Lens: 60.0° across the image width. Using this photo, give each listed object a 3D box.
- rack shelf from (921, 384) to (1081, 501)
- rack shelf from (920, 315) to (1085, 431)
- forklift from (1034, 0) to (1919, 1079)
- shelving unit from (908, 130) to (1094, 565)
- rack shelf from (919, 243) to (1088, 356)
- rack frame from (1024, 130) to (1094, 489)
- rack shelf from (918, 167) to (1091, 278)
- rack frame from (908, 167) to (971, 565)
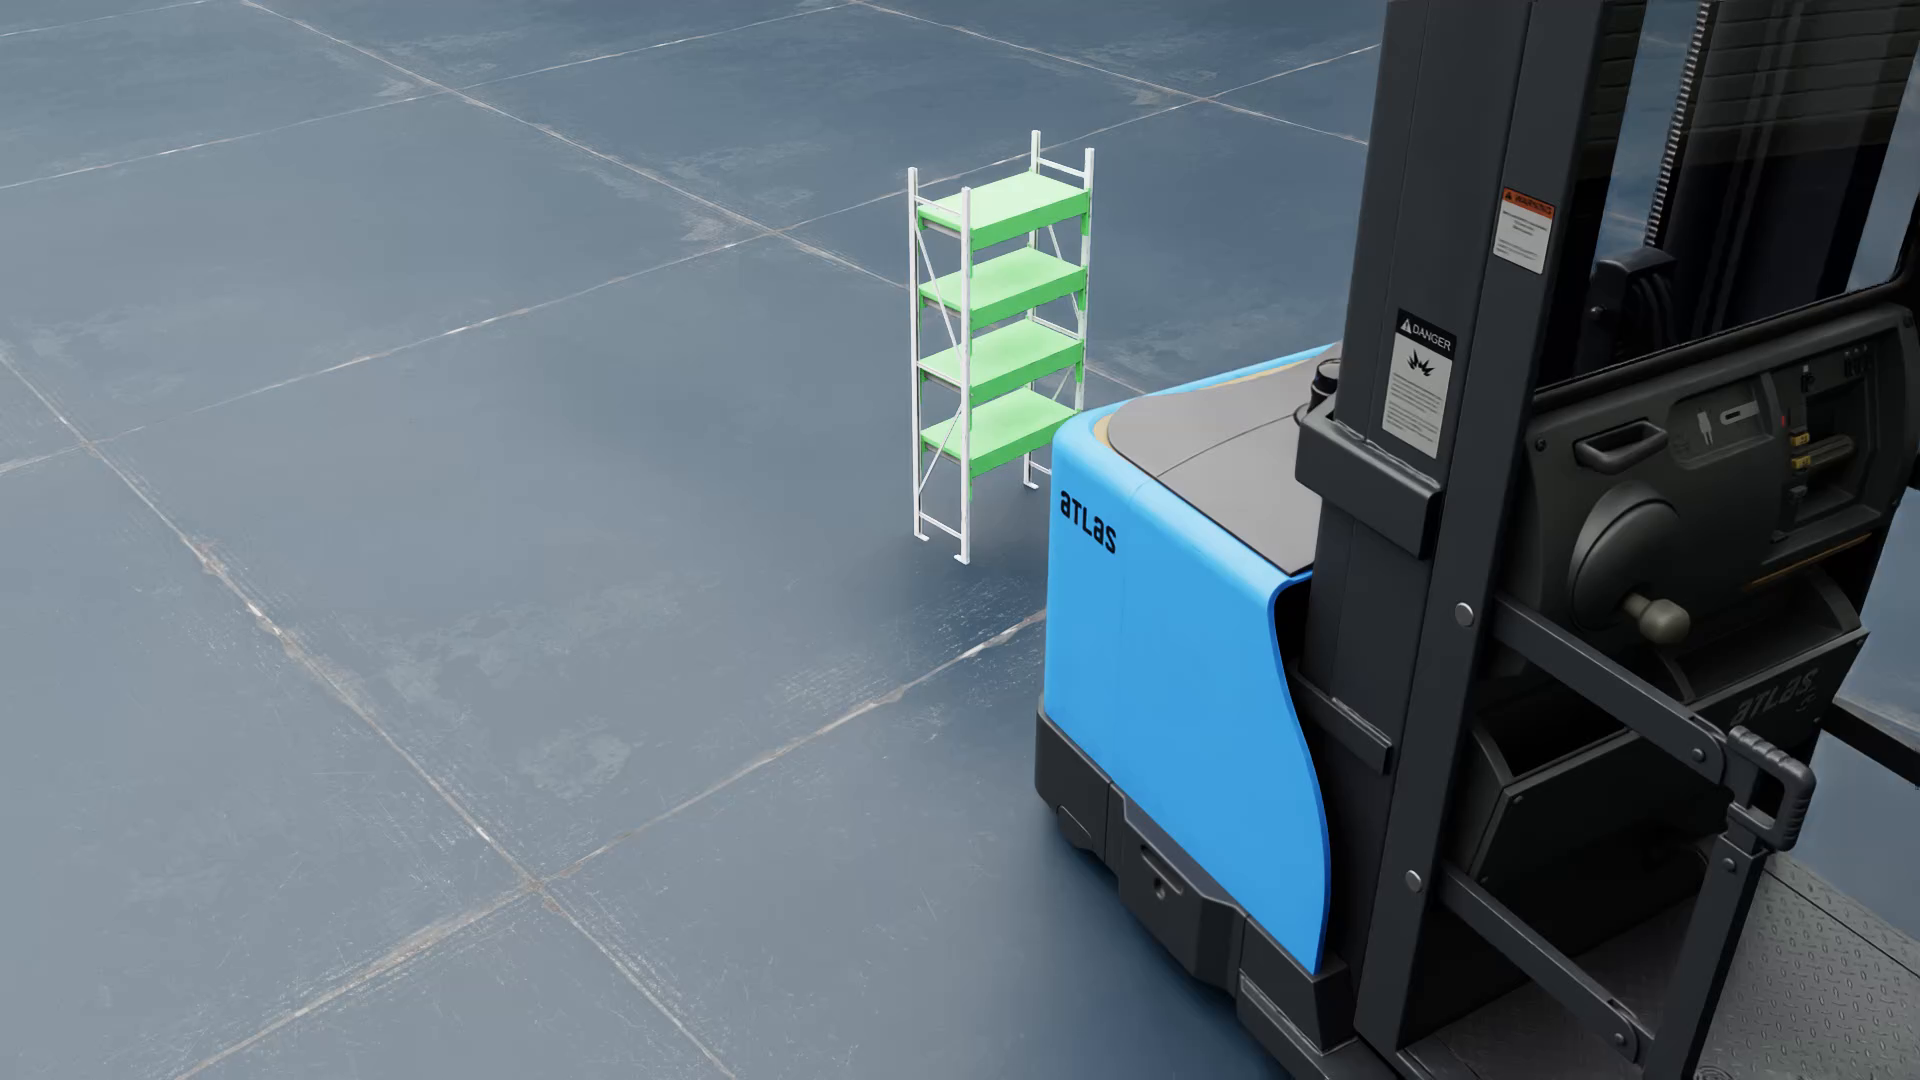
[{"bbox_3d":[0.121,-0.311,5.192,0.480,0.148,0.258,-26,40,-35],"label":"rack shelf"},{"bbox_3d":[0.121,-0.516,5.066,0.480,0.148,0.258,-26,40,-35],"label":"rack shelf"},{"bbox_3d":[1.362,-0.061,2.541,1.130,2.935,3.031,-17,35,-25],"label":"forklift"},{"bbox_3d":[0.121,-0.571,5.033,0.503,1.200,0.258,-26,40,-35],"label":"shelving unit"},{"bbox_3d":[0.121,-0.721,4.941,0.480,0.148,0.258,-26,40,-35],"label":"rack shelf"},{"bbox_3d":[0.300,-0.657,5.175,0.015,1.200,0.240,-26,40,-35],"label":"rack frame"},{"bbox_3d":[0.121,-0.926,4.816,0.480,0.148,0.258,-26,40,-35],"label":"rack shelf"},{"bbox_3d":[-0.058,-0.484,4.891,0.015,1.200,0.240,-26,40,-35],"label":"rack frame"}]
